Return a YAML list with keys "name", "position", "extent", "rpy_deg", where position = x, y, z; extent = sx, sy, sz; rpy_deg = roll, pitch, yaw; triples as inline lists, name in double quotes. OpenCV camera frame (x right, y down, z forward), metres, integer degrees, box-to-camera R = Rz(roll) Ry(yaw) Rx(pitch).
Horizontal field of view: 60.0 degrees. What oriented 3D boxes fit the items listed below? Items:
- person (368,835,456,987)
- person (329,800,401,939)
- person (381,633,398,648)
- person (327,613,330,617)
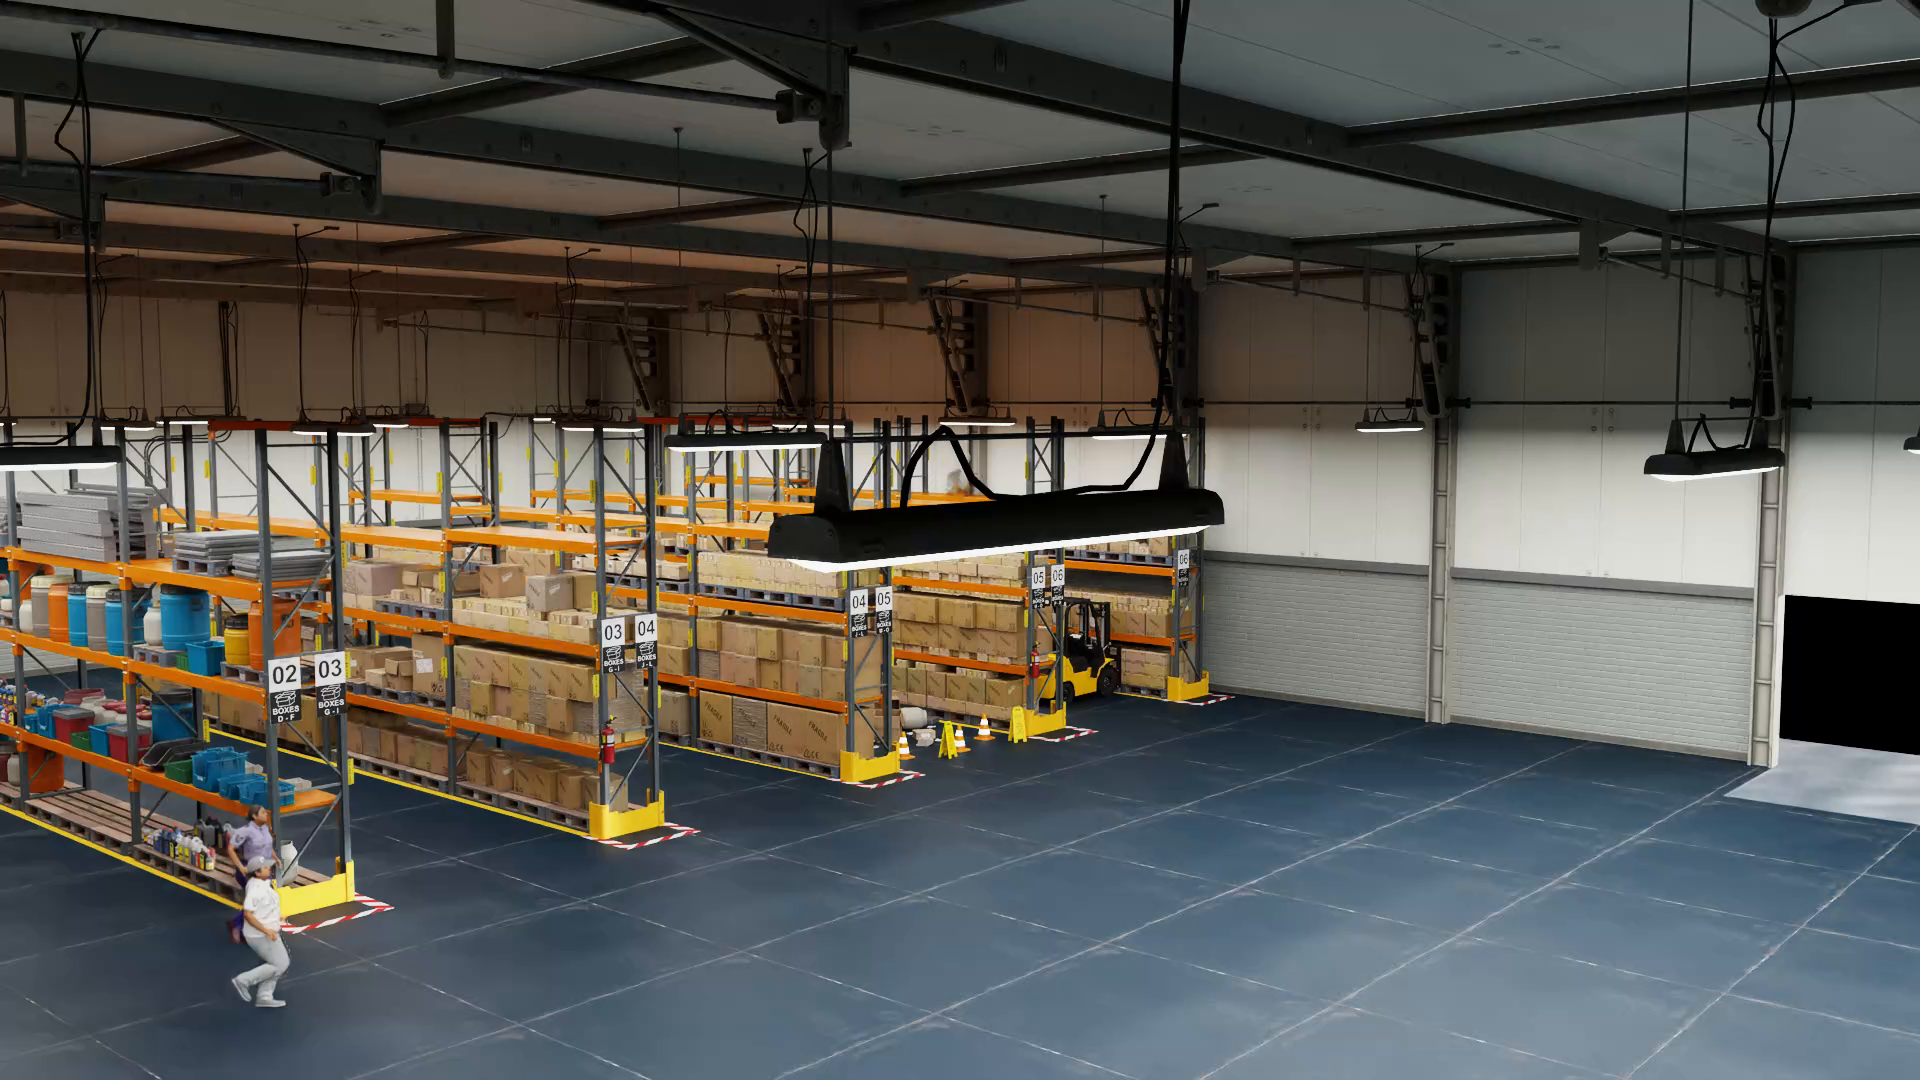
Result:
- name: "person"
  position: [-5.903, 4.001, 17.887]
  extent: [0.925, 1.674, 0.608]
  rpy_deg: [-2, 5, -25]
- name: "person"
  position: [-7.018, 3.887, 19.702]
  extent: [0.868, 1.613, 0.658]
  rpy_deg: [-1, 5, -17]
- name: "person"
  position: [-13.677, 2.169, 40.065]
  extent: [0.595, 1.737, 0.718]
  rpy_deg: [1, 5, 12]
- name: "person"
  position: [-14.742, 2.348, 38.424]
  extent: [0.531, 1.538, 0.618]
  rpy_deg: [0, 5, 5]
